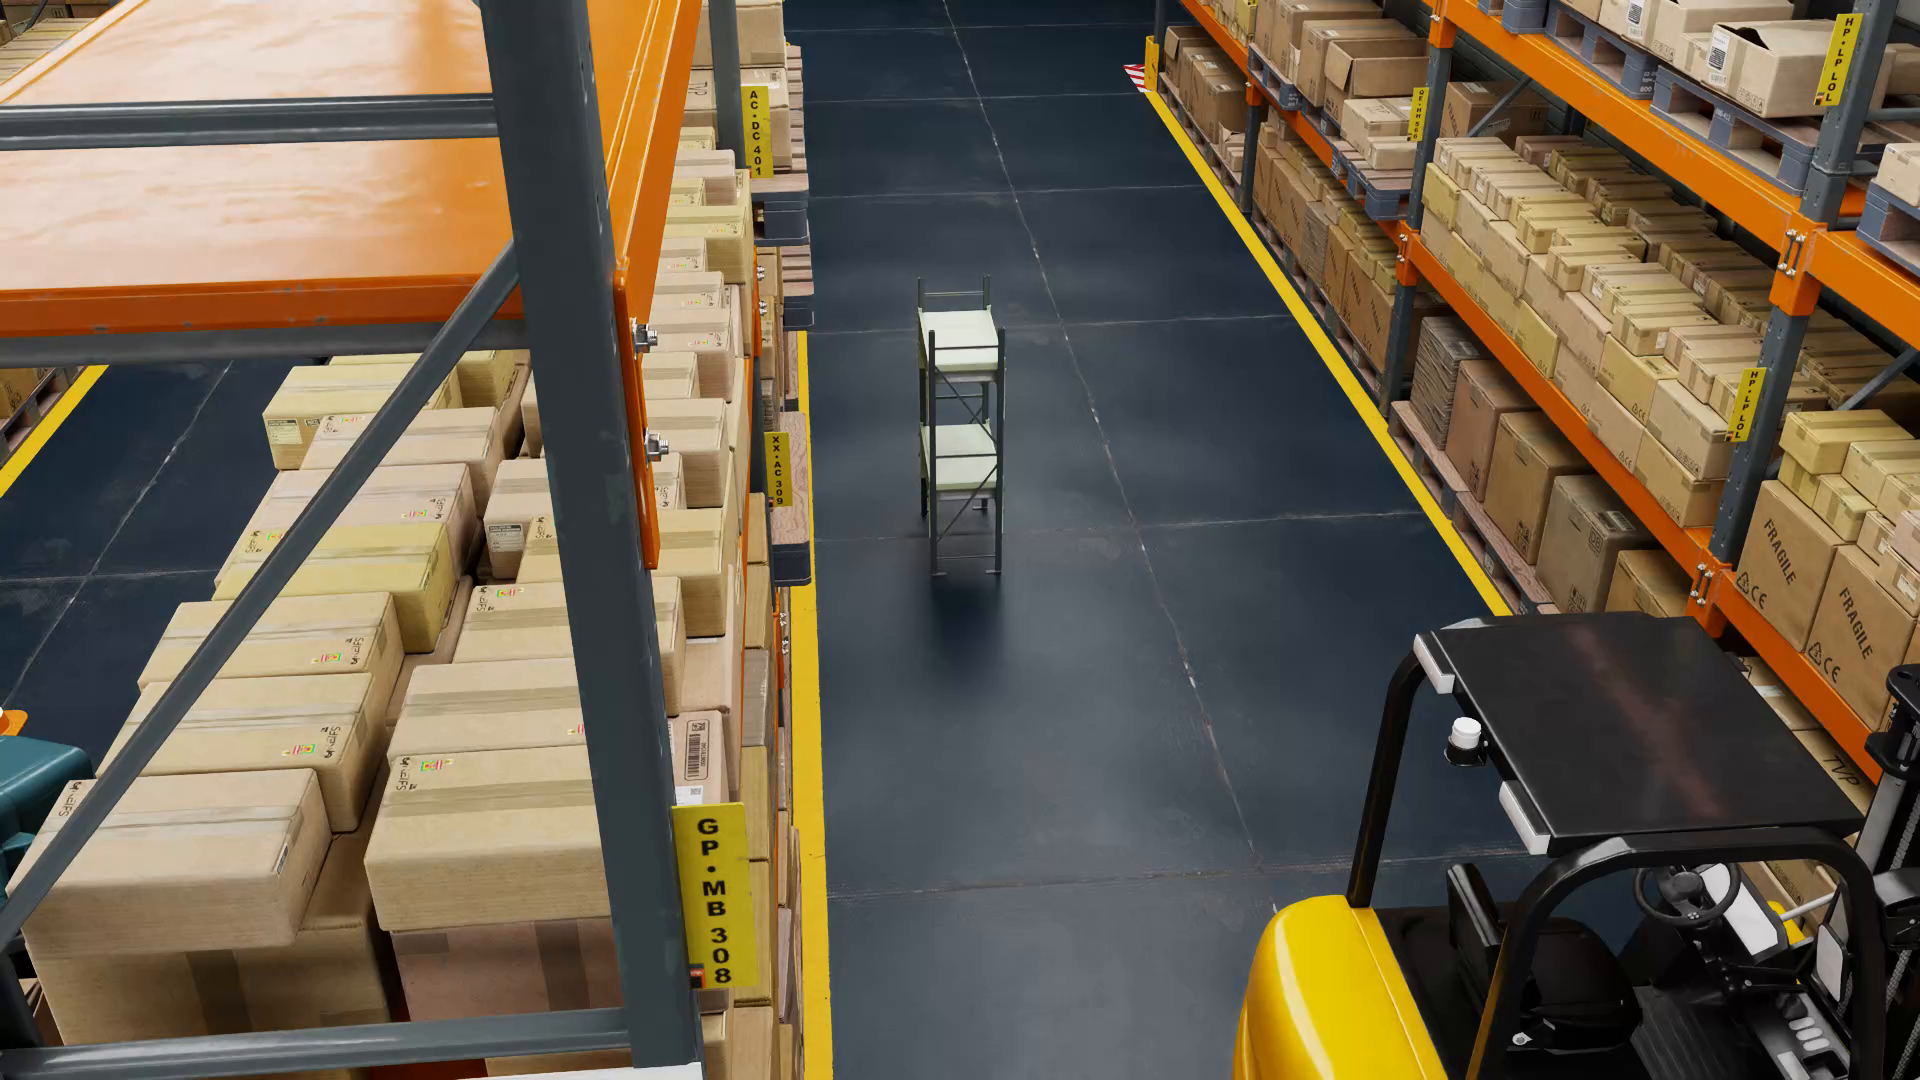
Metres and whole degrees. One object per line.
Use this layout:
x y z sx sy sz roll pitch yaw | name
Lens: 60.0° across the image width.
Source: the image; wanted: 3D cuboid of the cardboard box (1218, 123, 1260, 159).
2.572 -3.653 15.197 0.396 0.266 0.258 -2 31 -3 | cardboard box

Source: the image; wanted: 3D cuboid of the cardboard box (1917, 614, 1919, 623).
3.515 0.272 5.640 0.380 0.149 0.250 -3 31 -5 | cardboard box

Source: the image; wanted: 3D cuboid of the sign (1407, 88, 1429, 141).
2.784 -2.584 10.099 0.100 0.325 0.005 -3 31 -5 | sign

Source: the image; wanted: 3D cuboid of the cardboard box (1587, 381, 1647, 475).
3.337 -0.546 7.886 0.500 0.250 0.500 -3 31 -5 | cardboard box

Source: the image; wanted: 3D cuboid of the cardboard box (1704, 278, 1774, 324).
3.840 -1.145 8.012 0.380 0.149 0.250 -3 31 -5 | cardboard box

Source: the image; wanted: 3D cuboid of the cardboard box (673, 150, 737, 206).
-0.897 -1.111 5.228 0.380 0.149 0.250 -3 31 -6 | cardboard box

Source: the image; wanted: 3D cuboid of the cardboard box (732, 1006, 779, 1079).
-0.690 1.482 3.955 0.500 0.500 0.500 -2 31 -3 | cardboard box

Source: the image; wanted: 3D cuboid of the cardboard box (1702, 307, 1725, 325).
3.832 -1.051 8.243 0.500 0.250 0.500 -3 31 -6 | cardboard box

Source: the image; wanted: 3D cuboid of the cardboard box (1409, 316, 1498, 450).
3.368 -0.993 10.394 0.875 0.625 0.625 -2 31 -3 | cardboard box

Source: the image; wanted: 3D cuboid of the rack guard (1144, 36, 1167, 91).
2.583 -5.124 17.841 1.175 0.500 0.348 -3 31 -5 | rack guard

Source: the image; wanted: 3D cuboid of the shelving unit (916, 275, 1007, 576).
0.001 -0.640 9.360 0.431 1.500 0.755 -3 31 -5 | shelving unit

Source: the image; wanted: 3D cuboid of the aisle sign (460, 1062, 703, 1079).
-0.556 1.073 2.493 0.394 0.787 0.004 -3 31 -5 | aisle sign

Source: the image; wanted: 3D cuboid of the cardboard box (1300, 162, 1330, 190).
2.882 -2.847 12.986 0.380 0.149 0.250 -3 31 -5 | cardboard box

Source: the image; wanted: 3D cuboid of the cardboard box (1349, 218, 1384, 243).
3.009 -2.189 11.885 0.380 0.149 0.250 -2 31 -3 | cardboard box

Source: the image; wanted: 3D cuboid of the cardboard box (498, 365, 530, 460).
-1.335 -0.206 4.101 0.500 0.250 0.500 -2 31 -4 | cardboard box

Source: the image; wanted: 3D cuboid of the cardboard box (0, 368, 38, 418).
-6.349 -1.104 10.701 0.500 0.500 0.500 -4 31 -7 | cardboard box

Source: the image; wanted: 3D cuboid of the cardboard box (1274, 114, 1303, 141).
2.791 -3.381 13.591 0.380 0.149 0.250 -4 31 -7 | cardboard box

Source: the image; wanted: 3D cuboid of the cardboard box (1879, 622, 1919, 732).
3.593 0.610 5.706 0.500 0.500 0.500 -3 31 -5 | cardboard box

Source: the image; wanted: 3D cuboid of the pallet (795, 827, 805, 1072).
-1.146 1.669 6.751 1.003 0.211 1.213 -3 31 -5 | pallet

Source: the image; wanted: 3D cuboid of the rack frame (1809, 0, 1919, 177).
3.697 -2.685 5.470 1.000 3.000 0.127 -3 31 -5 | rack frame

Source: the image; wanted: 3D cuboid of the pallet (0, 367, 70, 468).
-6.608 -0.825 10.925 1.003 0.211 1.213 -3 31 -5 | pallet

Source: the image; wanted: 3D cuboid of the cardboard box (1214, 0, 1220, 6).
2.565 -5.016 15.078 0.500 0.250 0.500 -3 31 -5 | cardboard box

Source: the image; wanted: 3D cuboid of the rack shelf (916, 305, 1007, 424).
0.001 -0.976 9.160 0.431 0.370 0.720 -3 31 -5 | rack shelf

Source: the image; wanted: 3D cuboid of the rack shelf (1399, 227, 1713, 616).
3.511 -0.822 8.902 1.077 0.370 4.000 -3 31 -5 | rack shelf

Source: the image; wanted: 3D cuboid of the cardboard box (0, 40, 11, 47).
-7.332 -3.642 12.468 0.380 0.149 0.250 -2 31 -4 | cardboard box

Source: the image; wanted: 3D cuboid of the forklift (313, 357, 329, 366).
-3.409 -1.836 9.966 1.130 2.935 3.031 -2 31 -3 | forklift

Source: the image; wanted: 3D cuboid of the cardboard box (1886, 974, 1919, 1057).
3.566 1.710 5.746 0.500 0.250 0.500 -3 31 -5 | cardboard box

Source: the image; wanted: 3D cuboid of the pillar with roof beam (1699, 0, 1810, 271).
0.057 -3.898 7.501 9.100 9.000 0.400 -3 31 -5 | pillar with roof beam

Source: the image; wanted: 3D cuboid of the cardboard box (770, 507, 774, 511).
-0.981 -0.239 7.061 0.380 0.149 0.250 -2 31 -4 | cardboard box

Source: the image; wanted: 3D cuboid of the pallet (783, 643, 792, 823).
-1.318 0.930 7.987 1.003 0.211 1.213 -3 31 -5 | pallet

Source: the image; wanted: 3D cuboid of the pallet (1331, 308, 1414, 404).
3.292 -1.337 11.783 1.003 0.211 1.213 -3 31 -5 | pallet

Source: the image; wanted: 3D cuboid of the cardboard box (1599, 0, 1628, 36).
3.220 -2.453 7.745 0.380 0.149 0.250 -3 31 -5 | cardboard box

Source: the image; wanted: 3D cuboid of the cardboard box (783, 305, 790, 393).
-1.600 -1.537 11.060 0.875 0.875 0.875 -3 31 -5 | cardboard box

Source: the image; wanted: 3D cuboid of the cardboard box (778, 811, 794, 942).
-0.872 1.357 6.093 0.500 0.500 0.500 -2 31 -4 | cardboard box

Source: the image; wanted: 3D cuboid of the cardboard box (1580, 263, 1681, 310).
3.296 -1.246 8.180 0.380 0.149 0.250 -2 31 -4 | cardboard box

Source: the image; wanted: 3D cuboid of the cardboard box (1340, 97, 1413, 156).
2.903 -2.791 11.234 0.500 0.250 0.500 -4 31 -7 | cardboard box

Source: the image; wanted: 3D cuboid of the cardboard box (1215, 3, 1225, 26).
2.525 -4.764 15.046 0.380 0.149 0.250 -3 31 -5 | cardboard box

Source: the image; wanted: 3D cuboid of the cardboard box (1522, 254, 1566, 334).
3.271 -1.280 8.627 0.500 0.250 0.500 -2 31 -4 | cardboard box

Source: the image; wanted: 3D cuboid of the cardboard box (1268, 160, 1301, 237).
2.831 -2.772 13.493 0.500 0.500 0.500 -3 31 -5 | cardboard box

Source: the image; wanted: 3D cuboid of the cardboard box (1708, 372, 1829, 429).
3.444 -0.595 7.090 0.380 0.149 0.250 -2 31 -3 | cardboard box

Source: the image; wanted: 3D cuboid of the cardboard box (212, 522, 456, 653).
-1.196 0.097 3.205 0.380 0.149 0.250 -3 31 -4 | cardboard box

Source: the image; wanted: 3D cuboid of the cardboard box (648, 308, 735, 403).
-0.757 -0.454 4.126 0.380 0.149 0.250 -2 31 -4 | cardboard box

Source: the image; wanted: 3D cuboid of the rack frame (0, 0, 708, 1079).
-0.867 -0.403 1.650 0.949 2.616 0.053 -3 31 -5 | rack frame

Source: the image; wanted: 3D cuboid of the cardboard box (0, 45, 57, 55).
-6.606 -3.394 11.763 0.380 0.149 0.250 -3 31 -5 | cardboard box

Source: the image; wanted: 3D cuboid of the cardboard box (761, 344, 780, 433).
-1.002 -0.474 6.821 0.500 0.500 0.500 -2 31 -3 | cardboard box

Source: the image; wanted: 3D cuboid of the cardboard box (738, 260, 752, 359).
-0.887 -0.750 5.012 0.500 0.250 0.500 -3 31 -5 | cardboard box

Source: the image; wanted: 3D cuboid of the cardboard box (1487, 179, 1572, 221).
3.173 -1.897 9.271 0.380 0.149 0.250 -2 31 -4 | cardboard box

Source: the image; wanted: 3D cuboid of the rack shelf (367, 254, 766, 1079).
-1.057 0.173 4.312 1.077 0.370 4.000 -3 31 -5 | rack shelf

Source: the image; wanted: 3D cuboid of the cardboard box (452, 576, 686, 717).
-0.702 0.201 3.031 0.380 0.149 0.250 -3 31 -5 | cardboard box

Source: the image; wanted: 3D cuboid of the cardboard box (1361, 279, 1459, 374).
3.070 -1.464 11.305 0.500 0.500 0.500 -2 31 -3 | cardboard box

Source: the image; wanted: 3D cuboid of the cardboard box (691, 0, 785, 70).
-0.956 -2.059 6.597 0.500 0.250 0.500 -3 31 -6 | cardboard box

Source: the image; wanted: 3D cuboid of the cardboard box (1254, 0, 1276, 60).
2.773 -4.159 13.281 0.700 0.500 0.500 -2 31 -3 | cardboard box

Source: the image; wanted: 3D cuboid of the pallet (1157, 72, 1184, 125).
2.659 -4.593 17.234 1.003 0.211 1.213 -3 31 -5 | pallet

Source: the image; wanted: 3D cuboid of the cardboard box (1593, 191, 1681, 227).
3.694 -1.794 9.098 0.380 0.149 0.250 -3 31 -5 | cardboard box

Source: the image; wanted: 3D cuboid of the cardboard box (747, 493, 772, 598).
-0.955 0.175 6.145 0.500 0.500 0.500 -4 31 -6 | cardboard box

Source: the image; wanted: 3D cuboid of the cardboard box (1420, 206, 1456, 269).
3.122 -1.849 10.067 0.500 0.250 0.500 -3 31 -4 | cardboard box

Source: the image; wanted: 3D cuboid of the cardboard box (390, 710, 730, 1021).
-0.652 0.552 2.832 0.500 0.250 0.500 -3 31 -5 | cardboard box
